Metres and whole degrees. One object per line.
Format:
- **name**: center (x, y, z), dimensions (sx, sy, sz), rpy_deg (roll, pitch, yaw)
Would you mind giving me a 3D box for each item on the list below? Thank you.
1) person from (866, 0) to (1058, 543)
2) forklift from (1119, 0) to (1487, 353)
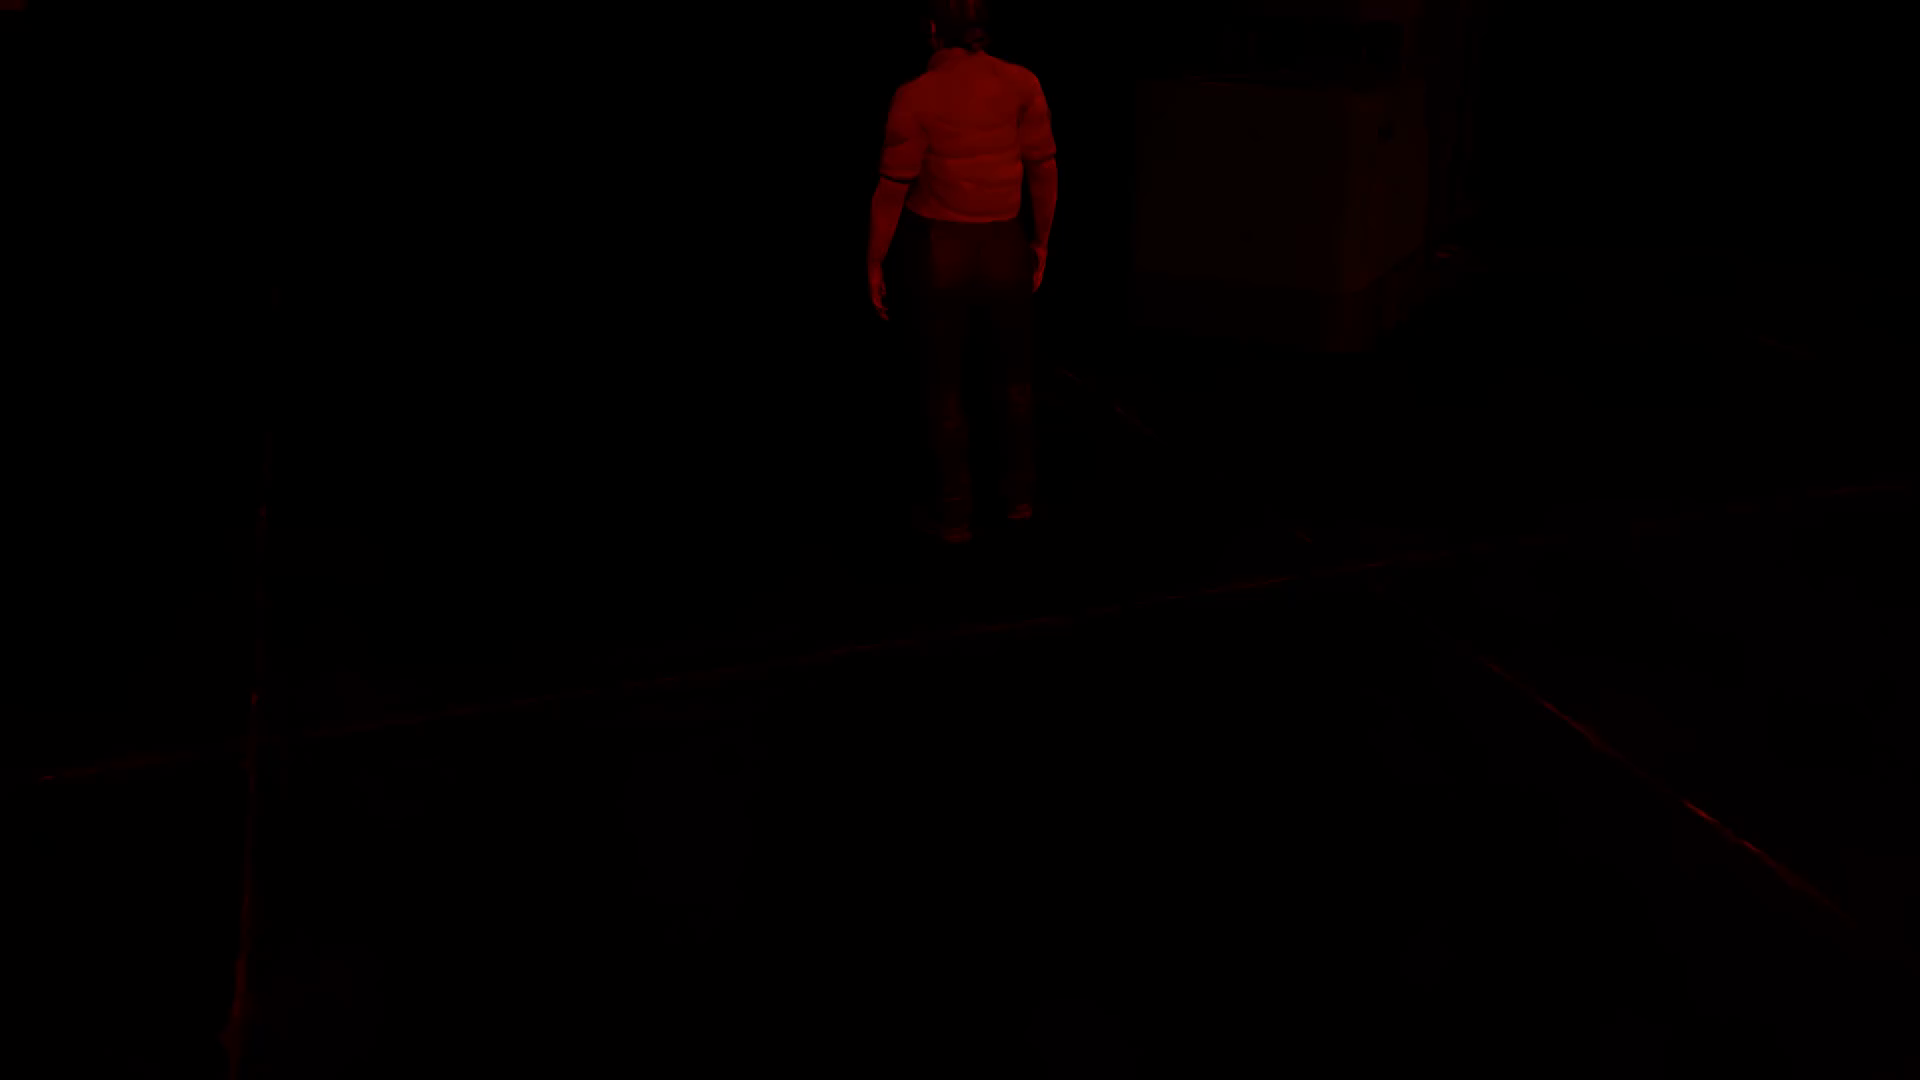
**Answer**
- **person**: center (-0.009, -0.802, 4.842), dimensions (0.599, 1.650, 0.502), rpy_deg (-8, 24, -18)
- **forklift**: center (1.832, -2.636, 7.566), dimensions (1.130, 2.935, 3.031), rpy_deg (12, 26, 26)
